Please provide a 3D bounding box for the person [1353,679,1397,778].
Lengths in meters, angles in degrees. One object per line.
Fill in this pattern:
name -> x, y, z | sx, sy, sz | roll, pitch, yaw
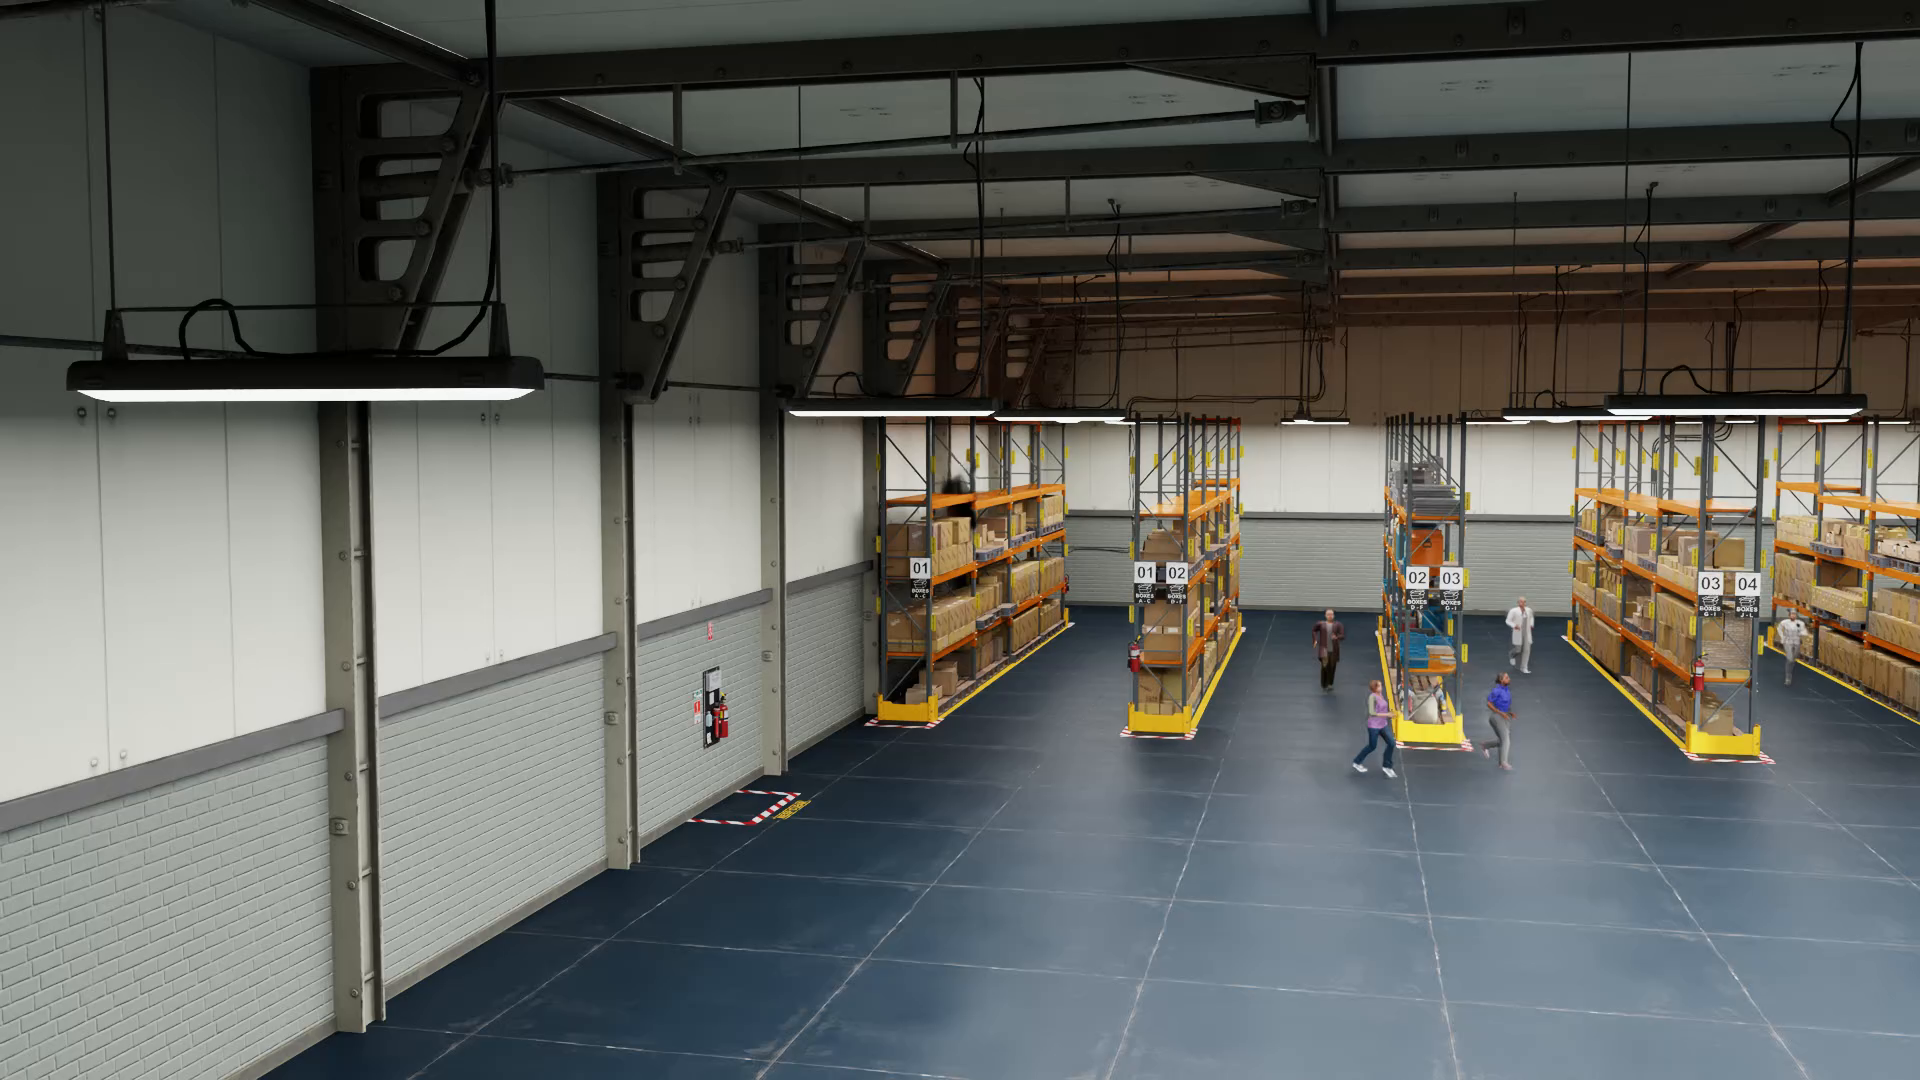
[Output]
person -> 6.835, 3.089, 27.337 | 0.733, 1.620, 0.541 | 4, 5, 42

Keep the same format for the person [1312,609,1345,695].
person -> 7.944, 2.416, 35.819 | 0.669, 1.849, 0.835 | 0, 4, 4

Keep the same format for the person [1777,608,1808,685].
person -> 18.621, 2.378, 37.180 | 0.579, 1.761, 0.735 | 1, 4, 15

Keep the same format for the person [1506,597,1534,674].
person -> 13.134, 2.213, 38.906 | 0.709, 1.762, 0.945 | 0, 4, -3

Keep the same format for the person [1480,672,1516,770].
person -> 9.038, 3.031, 27.994 | 0.657, 1.639, 0.580 | 4, 5, 43
